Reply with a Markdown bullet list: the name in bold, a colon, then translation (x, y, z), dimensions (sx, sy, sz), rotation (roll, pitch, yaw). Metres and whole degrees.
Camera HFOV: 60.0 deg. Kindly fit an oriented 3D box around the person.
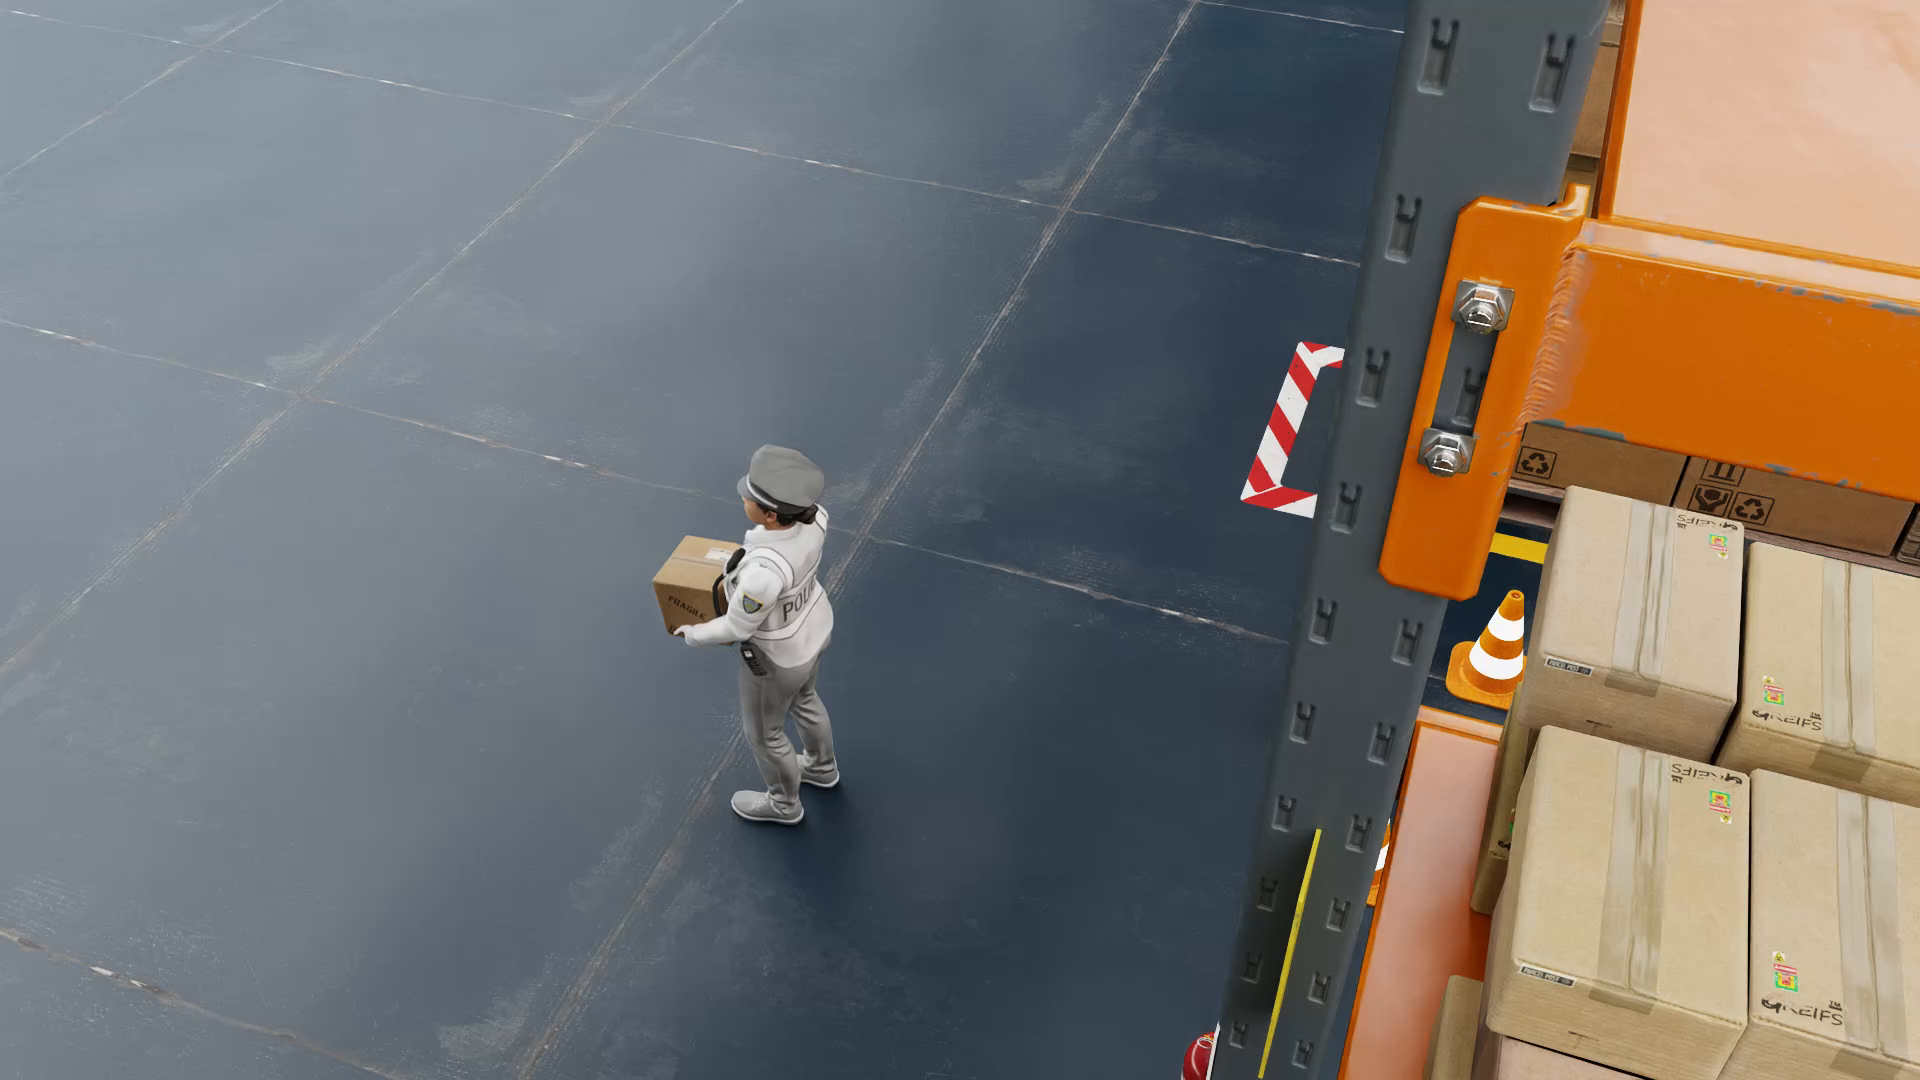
- **person**: translation (-0.682, 0.339, 5.764), dimensions (0.536, 1.690, 0.460), rotation (14, 44, 15)
